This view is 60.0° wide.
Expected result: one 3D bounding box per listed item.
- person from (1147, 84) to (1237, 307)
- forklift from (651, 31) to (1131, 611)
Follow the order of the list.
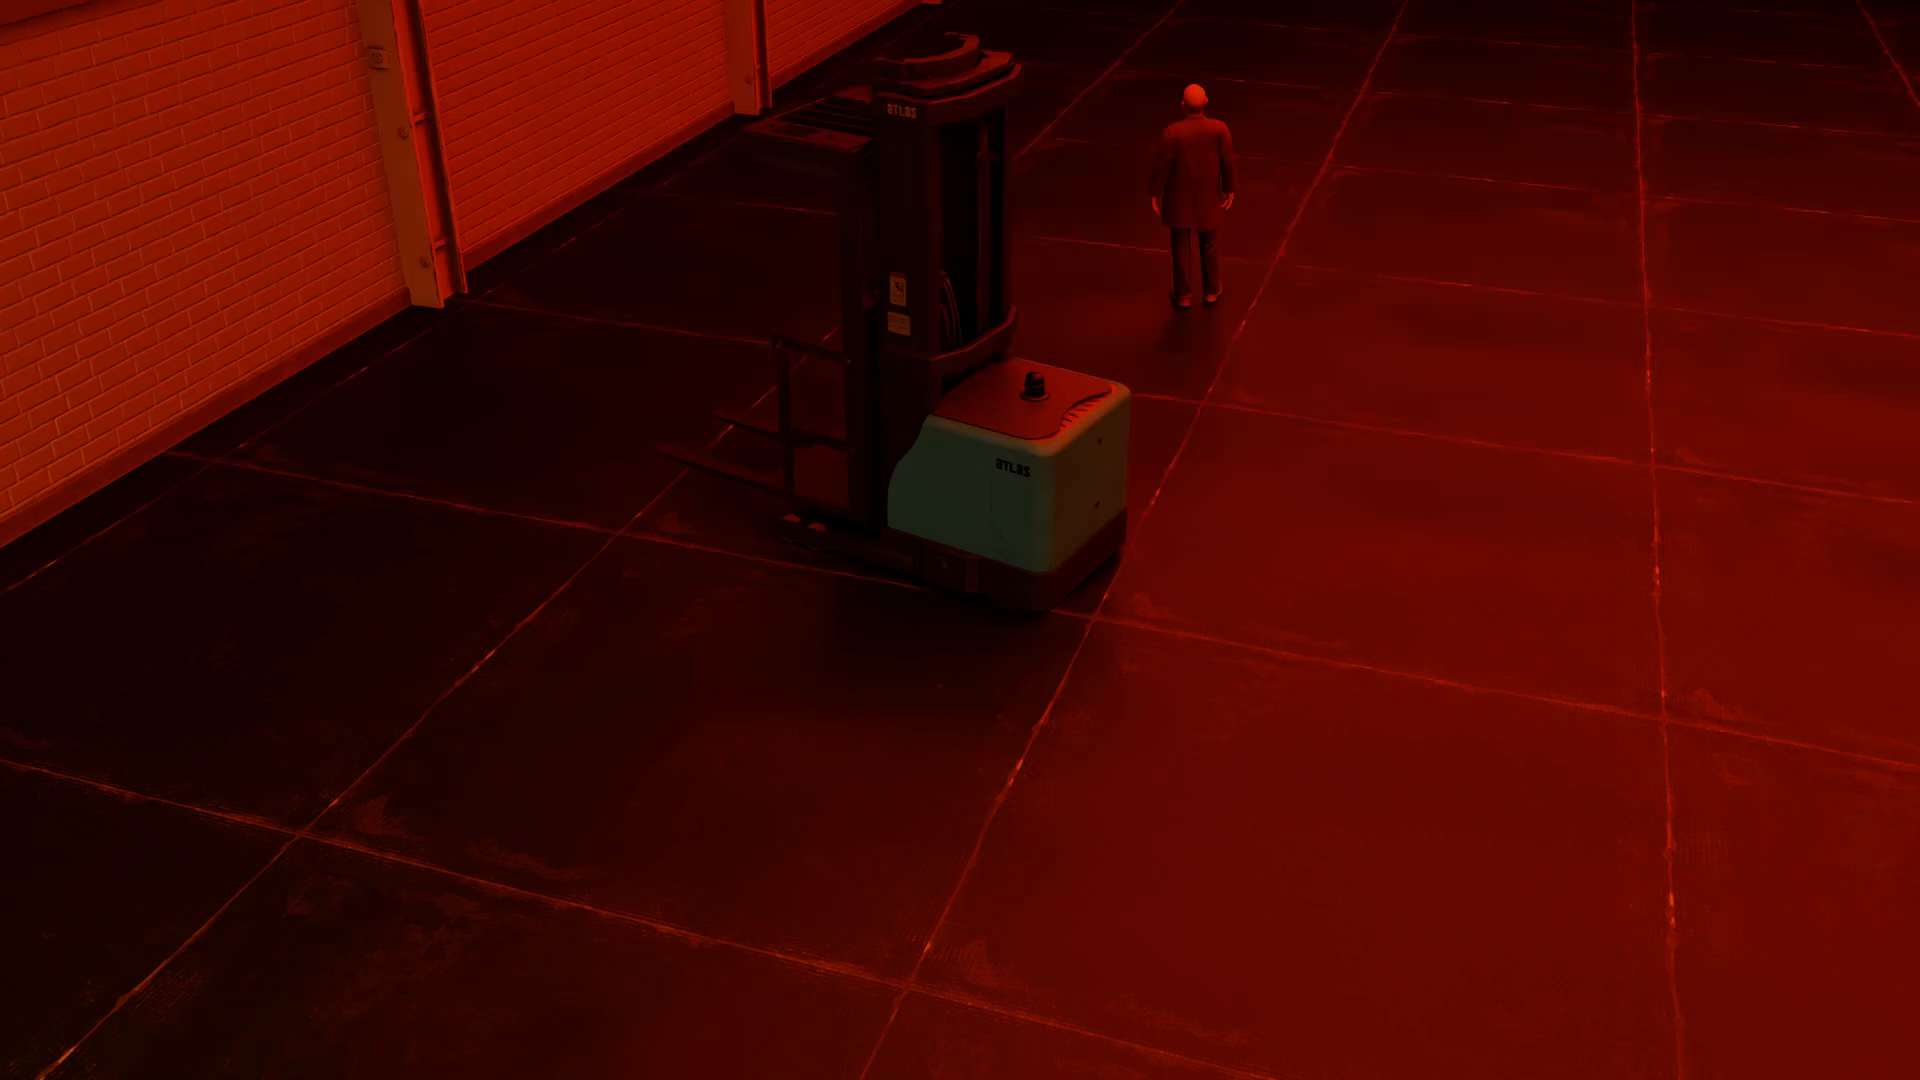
[{"bbox_3d":[1.817,-2.725,13.066,0.695,1.776,0.582,2,30,3],"label":"person"},{"bbox_3d":[-0.531,-1.413,9.615,3.031,2.935,1.130,17,34,27],"label":"forklift"}]
